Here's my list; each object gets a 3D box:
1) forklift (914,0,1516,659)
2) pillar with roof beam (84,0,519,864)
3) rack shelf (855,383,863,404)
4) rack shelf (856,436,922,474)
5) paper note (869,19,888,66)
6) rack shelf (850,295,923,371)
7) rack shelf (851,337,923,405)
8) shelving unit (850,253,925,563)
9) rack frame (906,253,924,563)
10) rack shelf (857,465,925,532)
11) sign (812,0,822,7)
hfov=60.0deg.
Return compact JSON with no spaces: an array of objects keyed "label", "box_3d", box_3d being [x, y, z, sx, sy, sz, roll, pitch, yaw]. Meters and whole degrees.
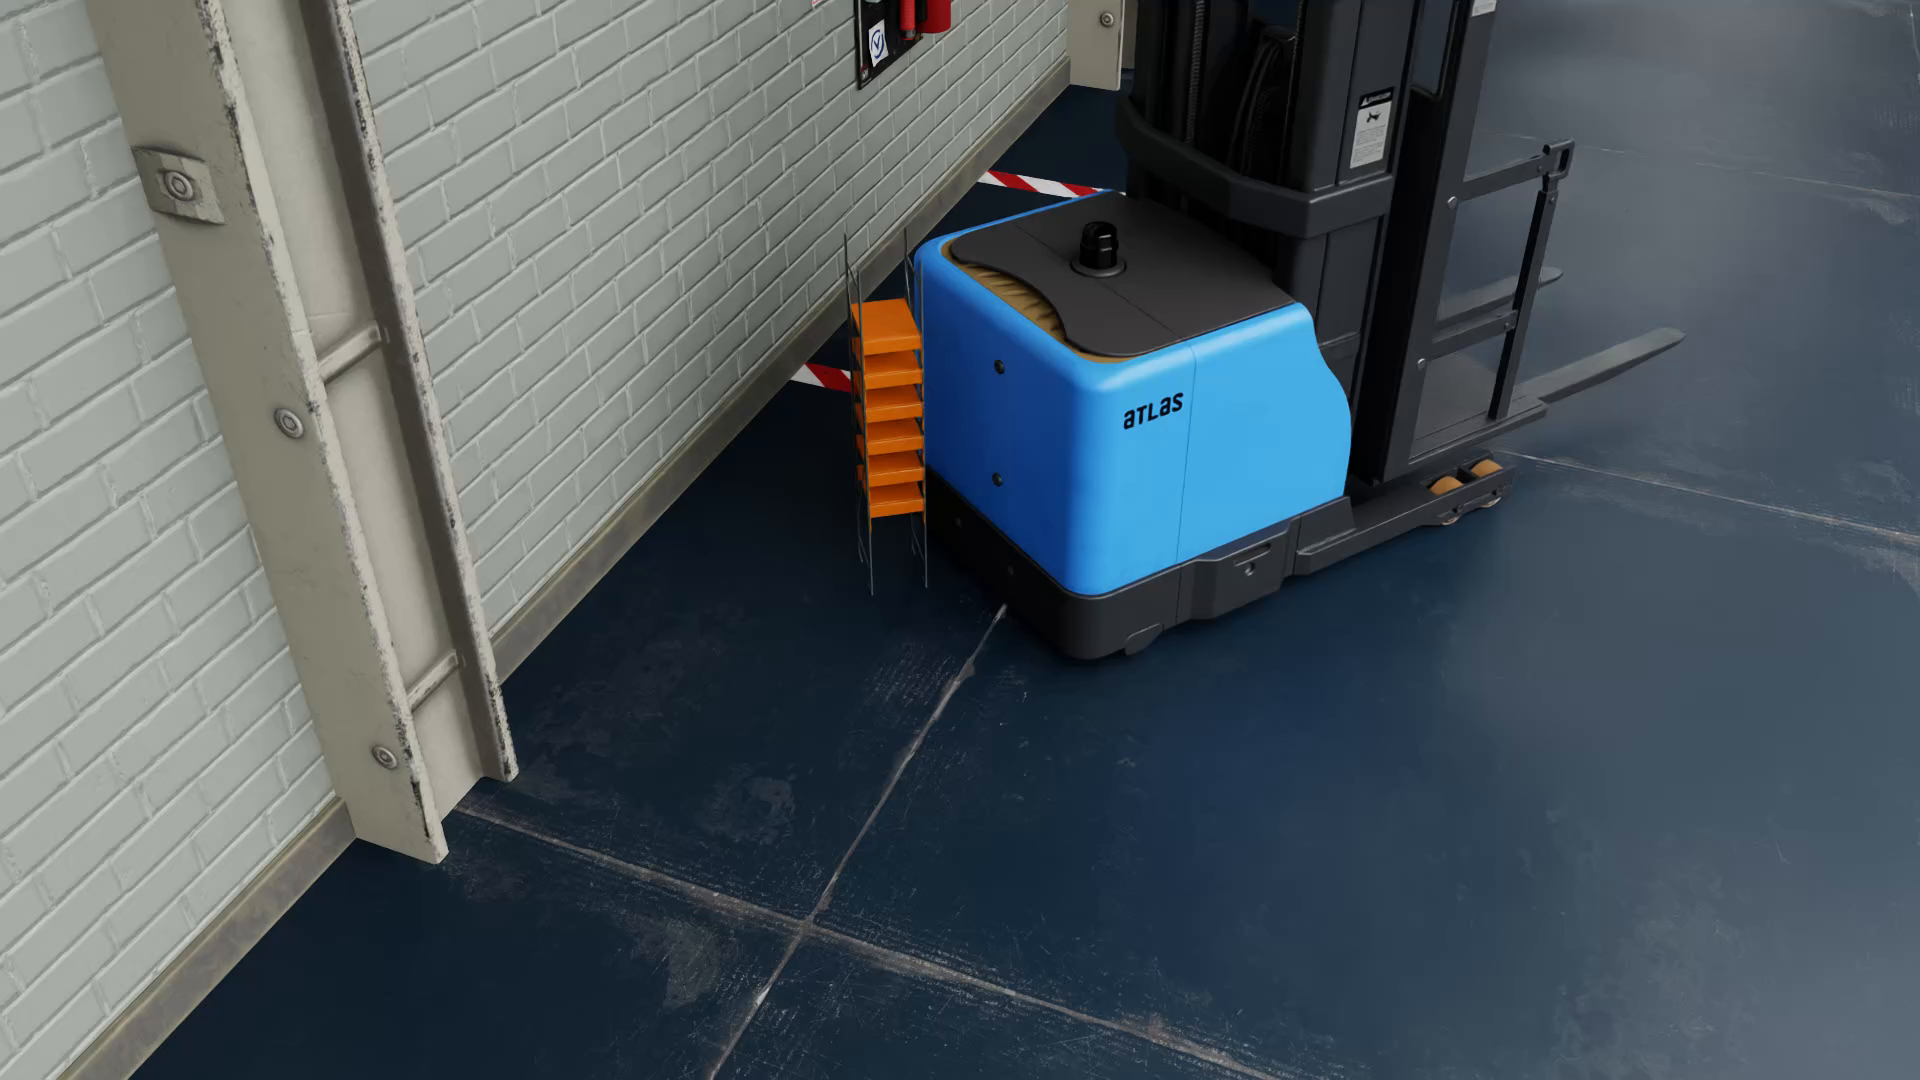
[{"label":"forklift","box_3d":[1.359,-1.474,5.274,3.031,2.935,1.130,-21,42,-25]},{"label":"pillar with roof beam","box_3d":[2.481,-1.878,0.746,9.100,9.000,0.400,14,39,18]},{"label":"rack shelf","box_3d":[-0.229,-0.456,5.199,0.166,0.020,0.199,-8,38,-11]},{"label":"rack shelf","box_3d":[-0.229,-0.270,5.338,0.171,0.034,0.221,-8,38,-11]},{"label":"paper note","box_3d":[-0.324,-1.983,6.633,0.016,0.148,0.142,14,39,18]},{"label":"rack shelf","box_3d":[-0.229,-0.632,5.067,0.180,0.103,0.258,-8,38,-11]},{"label":"rack shelf","box_3d":[-0.229,-0.536,5.139,0.180,0.103,0.258,-8,38,-11]},{"label":"shelving unit","box_3d":[-0.227,-0.380,5.256,0.183,1.046,0.258,-8,38,-11]},{"label":"rack frame","box_3d":[-0.139,-0.392,5.272,0.002,1.046,0.228,-8,38,-11]},{"label":"rack shelf","box_3d":[-0.229,-0.152,5.426,0.180,0.103,0.258,-8,38,-11]},{"label":"sign","box_3d":[7.911,-5.353,10.324,11.513,0.391,16.451,14,39,18]}]
